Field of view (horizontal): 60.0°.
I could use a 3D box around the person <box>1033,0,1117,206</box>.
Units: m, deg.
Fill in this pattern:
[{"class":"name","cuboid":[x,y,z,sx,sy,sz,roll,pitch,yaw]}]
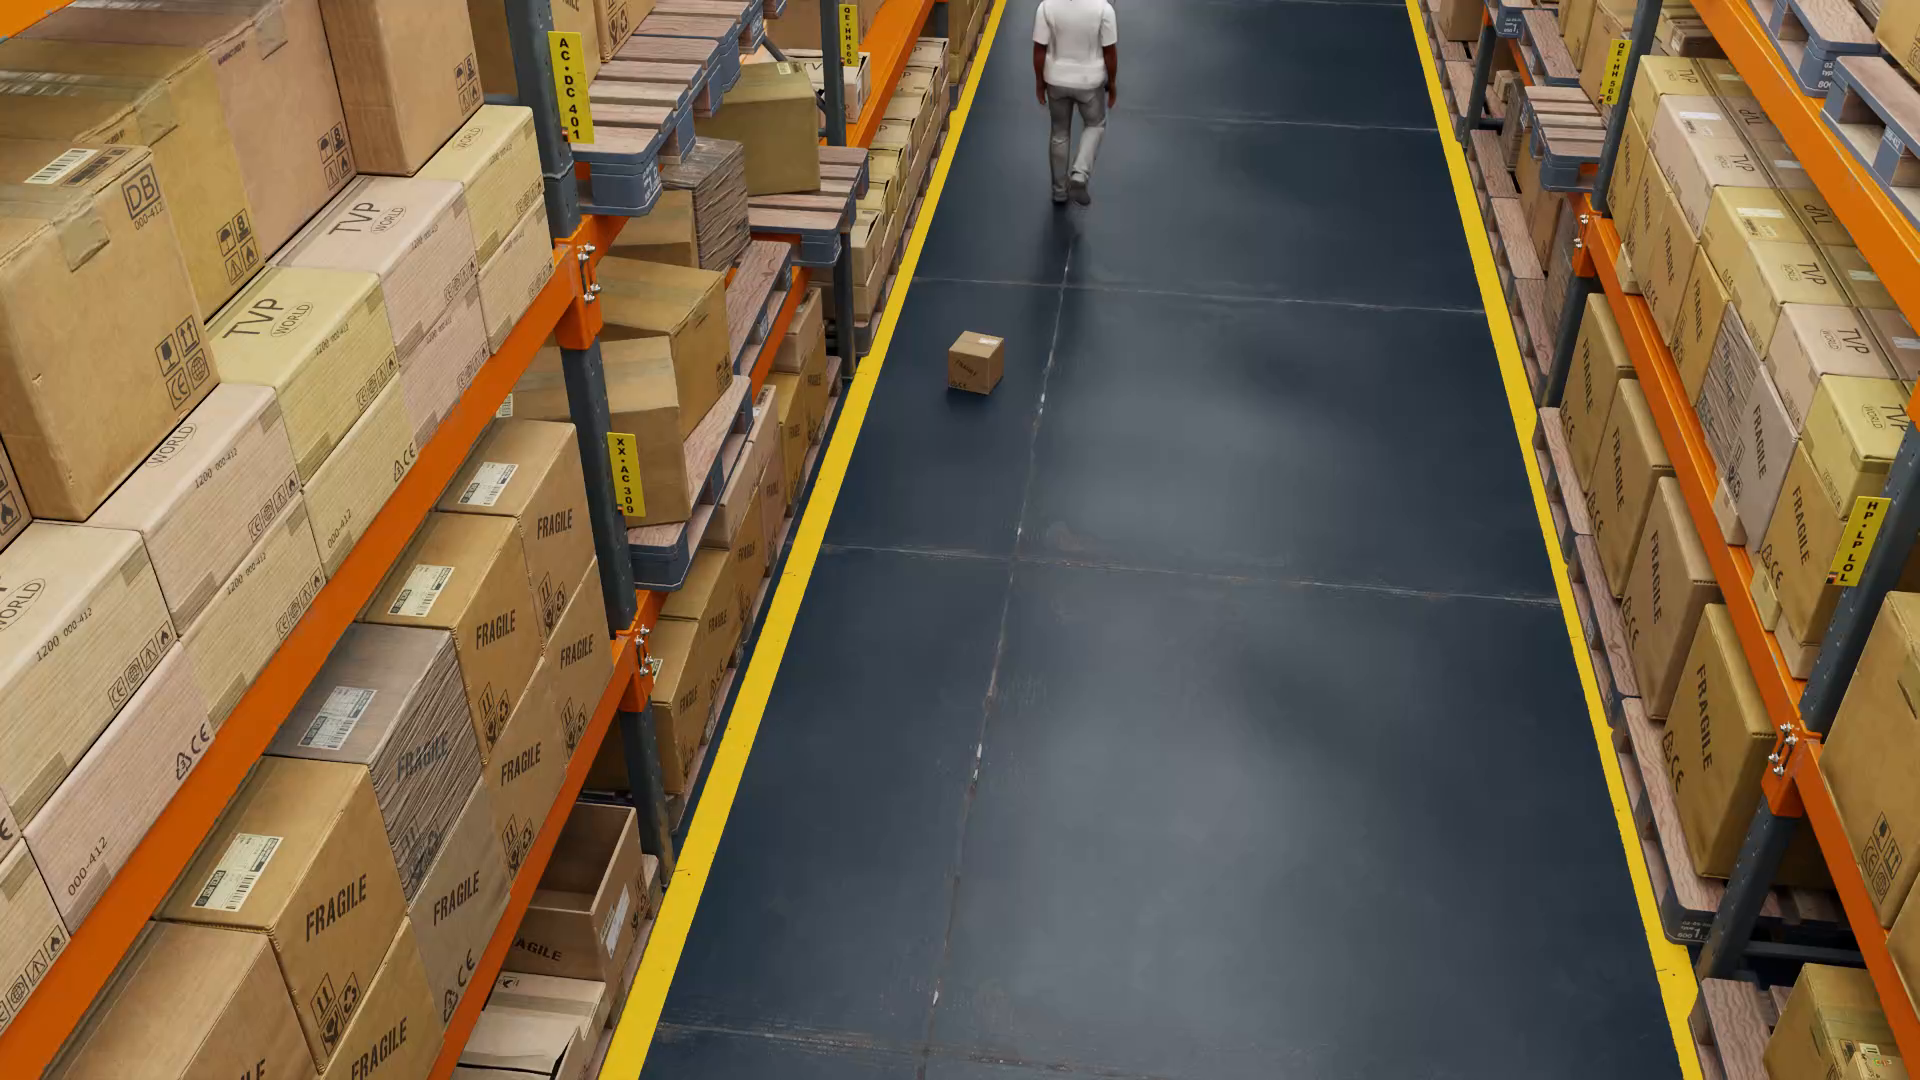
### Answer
[{"class":"person","cuboid":[0.775,-3.105,11.270,0.577,1.759,0.595,6,36,8]}]
